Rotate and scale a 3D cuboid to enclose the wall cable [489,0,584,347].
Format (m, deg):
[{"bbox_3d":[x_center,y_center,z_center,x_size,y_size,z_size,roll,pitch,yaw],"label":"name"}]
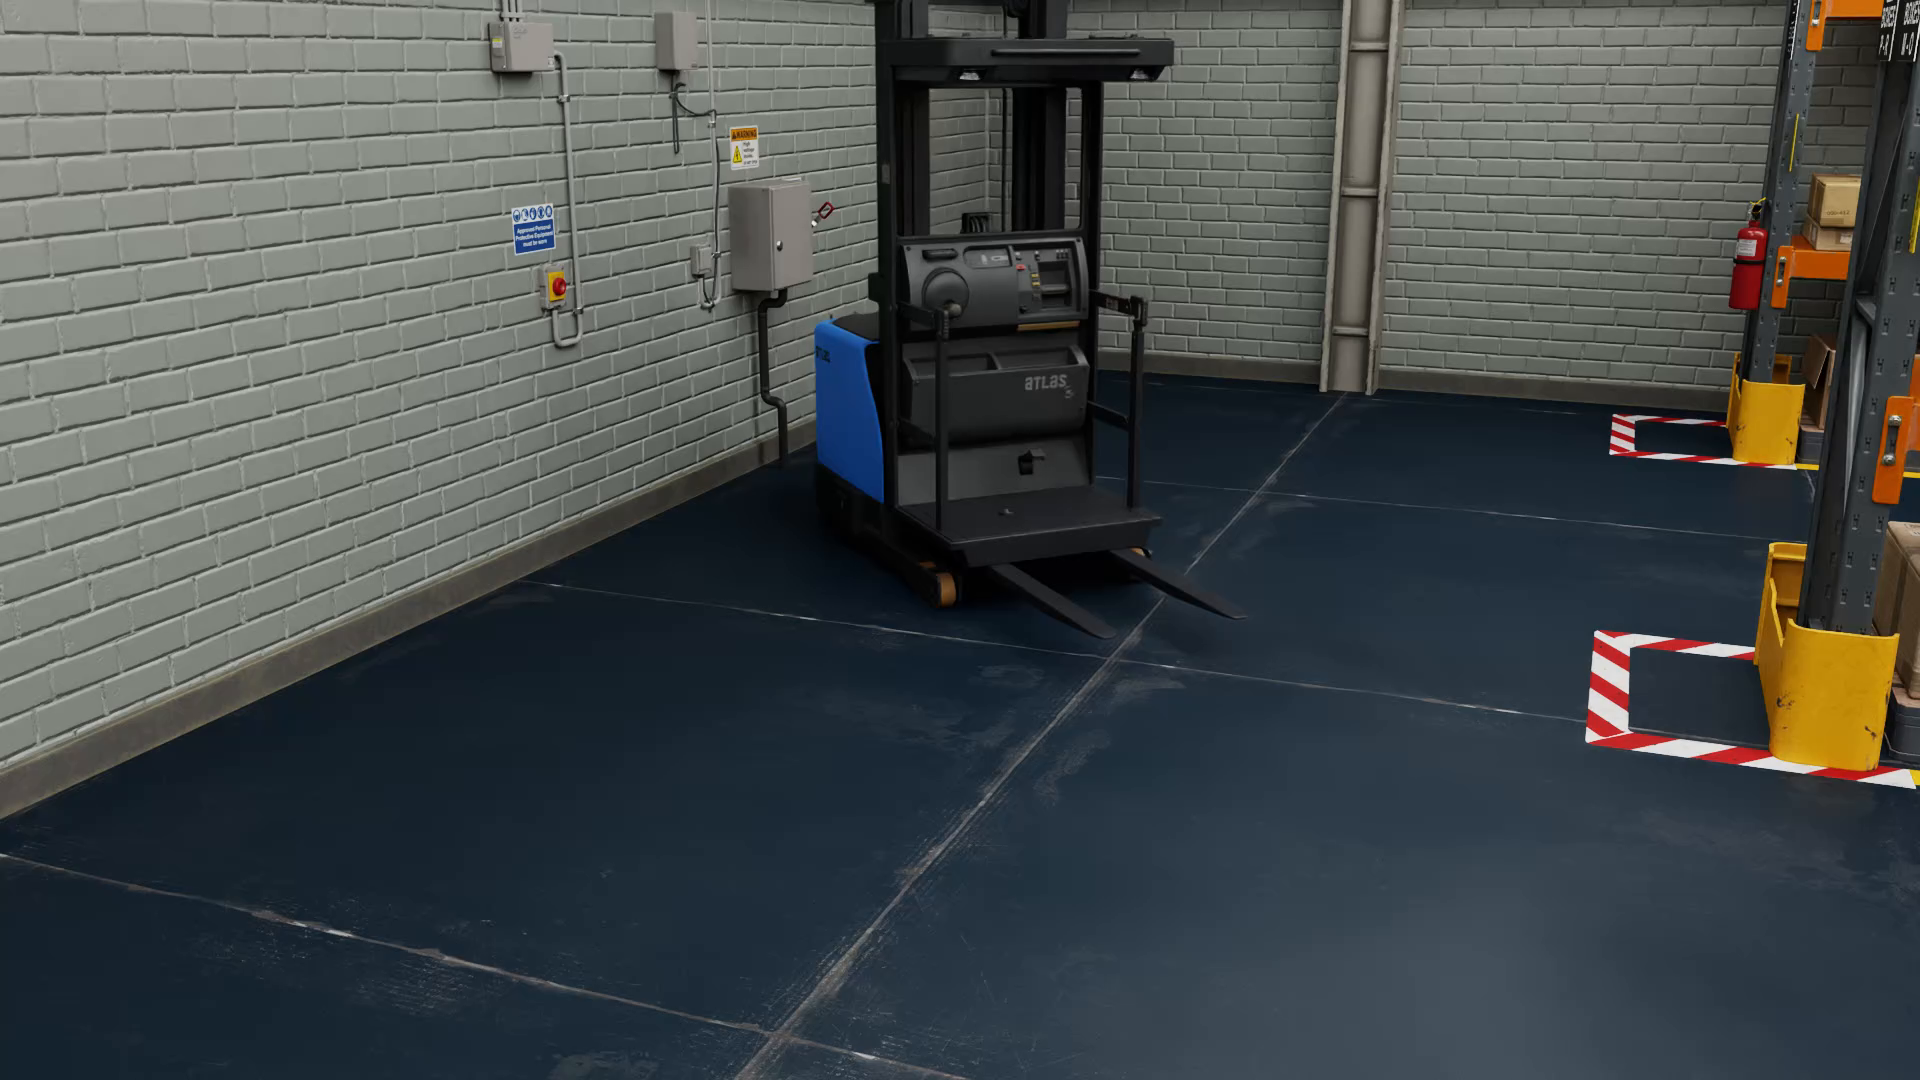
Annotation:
[{"bbox_3d":[-1.949,-1.858,7.813,0.123,1.953,0.585,6,17,21],"label":"wall cable"}]

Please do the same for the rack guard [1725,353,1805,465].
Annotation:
[{"bbox_3d":[5.194,-0.863,10.751,0.348,0.500,1.175,6,17,21],"label":"rack guard"}]

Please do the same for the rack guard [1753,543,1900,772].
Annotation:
[{"bbox_3d":[3.283,0.414,6.350,0.348,0.500,1.175,6,17,21],"label":"rack guard"}]

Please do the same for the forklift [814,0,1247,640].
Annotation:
[{"bbox_3d":[0.263,-1.230,7.655,1.130,2.935,3.031,-7,18,-23],"label":"forklift"}]

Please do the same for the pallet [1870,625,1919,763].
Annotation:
[{"bbox_3d":[4.078,0.617,6.170,1.213,0.211,1.003,6,17,21],"label":"pallet"}]

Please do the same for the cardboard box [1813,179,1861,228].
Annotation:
[{"bbox_3d":[5.446,-2.026,10.008,0.500,0.250,0.500,6,17,21],"label":"cardboard box"}]

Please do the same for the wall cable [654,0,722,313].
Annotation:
[{"bbox_3d":[-1.439,-2.211,9.089,0.122,1.984,0.588,6,17,21],"label":"wall cable"}]

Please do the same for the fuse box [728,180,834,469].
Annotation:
[{"bbox_3d":[-1.042,-1.266,9.964,0.414,1.711,0.539,6,17,21],"label":"fuse box"}]

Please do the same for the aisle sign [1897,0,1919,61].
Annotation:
[{"bbox_3d":[3.132,-1.964,5.397,0.004,0.787,0.394,6,17,21],"label":"aisle sign"}]

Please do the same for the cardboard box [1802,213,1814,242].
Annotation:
[{"bbox_3d":[5.530,-1.987,10.587,0.250,0.149,0.380,6,17,20],"label":"cardboard box"}]

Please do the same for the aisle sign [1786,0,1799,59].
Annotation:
[{"bbox_3d":[4.952,-3.251,9.828,0.004,0.787,0.394,6,17,21],"label":"aisle sign"}]

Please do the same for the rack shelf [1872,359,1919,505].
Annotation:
[{"bbox_3d":[5.166,-0.234,5.389,4.000,0.370,1.077,6,17,21],"label":"rack shelf"}]

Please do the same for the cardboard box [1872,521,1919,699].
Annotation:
[{"bbox_3d":[3.956,0.287,6.149,0.875,0.438,0.875,6,17,19],"label":"cardboard box"}]

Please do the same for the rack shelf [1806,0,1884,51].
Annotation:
[{"bbox_3d":[6.983,-2.962,9.406,4.000,0.370,1.077,6,17,21],"label":"rack shelf"}]

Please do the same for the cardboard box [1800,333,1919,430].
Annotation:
[{"bbox_3d":[5.657,-0.987,10.418,0.637,0.503,0.797,6,17,18],"label":"cardboard box"}]

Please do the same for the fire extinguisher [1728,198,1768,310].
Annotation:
[{"bbox_3d":[4.816,-1.750,10.131,0.183,0.674,0.296,6,17,21],"label":"fire extinguisher"}]

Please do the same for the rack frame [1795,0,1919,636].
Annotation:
[{"bbox_3d":[3.305,-0.784,5.993,0.127,3.000,1.000,6,17,21],"label":"rack frame"}]

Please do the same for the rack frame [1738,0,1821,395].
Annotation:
[{"bbox_3d":[5.123,-2.072,10.429,0.127,3.000,1.000,6,17,21],"label":"rack frame"}]

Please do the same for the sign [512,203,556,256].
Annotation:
[{"bbox_3d":[-2.024,-1.478,7.900,0.001,0.218,0.327,6,17,21],"label":"sign"}]

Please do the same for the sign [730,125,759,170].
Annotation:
[{"bbox_3d":[-1.255,-2.288,9.693,0.001,0.242,0.339,6,17,21],"label":"sign"}]

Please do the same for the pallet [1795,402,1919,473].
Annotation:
[{"bbox_3d":[5.936,-0.643,10.511,1.213,0.211,1.003,6,17,21],"label":"pallet"}]

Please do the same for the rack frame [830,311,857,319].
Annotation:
[{"bbox_3d":[-0.653,-0.762,9.411,0.008,1.050,0.200,15,21,41],"label":"rack frame"}]

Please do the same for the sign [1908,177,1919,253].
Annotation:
[{"bbox_3d":[3.096,-1.094,5.368,0.005,0.325,0.100,6,17,21],"label":"sign"}]

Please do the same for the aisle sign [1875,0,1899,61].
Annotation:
[{"bbox_3d":[3.352,-2.120,5.933,0.004,0.787,0.394,6,17,21],"label":"aisle sign"}]

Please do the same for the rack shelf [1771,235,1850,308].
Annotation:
[{"bbox_3d":[6.983,-1.521,9.825,4.000,0.370,1.077,6,17,21],"label":"rack shelf"}]

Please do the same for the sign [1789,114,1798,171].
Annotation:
[{"bbox_3d":[4.924,-2.347,9.824,0.005,0.325,0.100,6,17,21],"label":"sign"}]

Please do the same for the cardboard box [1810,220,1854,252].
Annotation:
[{"bbox_3d":[5.328,-1.846,10.103,0.250,0.149,0.380,6,17,20],"label":"cardboard box"}]

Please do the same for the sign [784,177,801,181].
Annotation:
[{"bbox_3d":[-1.054,-1.988,10.312,0.001,0.494,0.329,6,17,21],"label":"sign"}]

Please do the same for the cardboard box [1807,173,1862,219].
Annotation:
[{"bbox_3d":[5.648,-2.164,10.483,0.500,0.250,0.500,7,18,22],"label":"cardboard box"}]

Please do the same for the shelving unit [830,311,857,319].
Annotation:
[{"bbox_3d":[-0.564,-0.739,9.331,0.252,1.050,0.215,15,21,41],"label":"shelving unit"}]

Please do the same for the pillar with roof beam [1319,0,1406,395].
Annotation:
[{"bbox_3d":[1.366,-4.346,7.502,0.400,9.000,9.100,6,17,21],"label":"pillar with roof beam"}]
